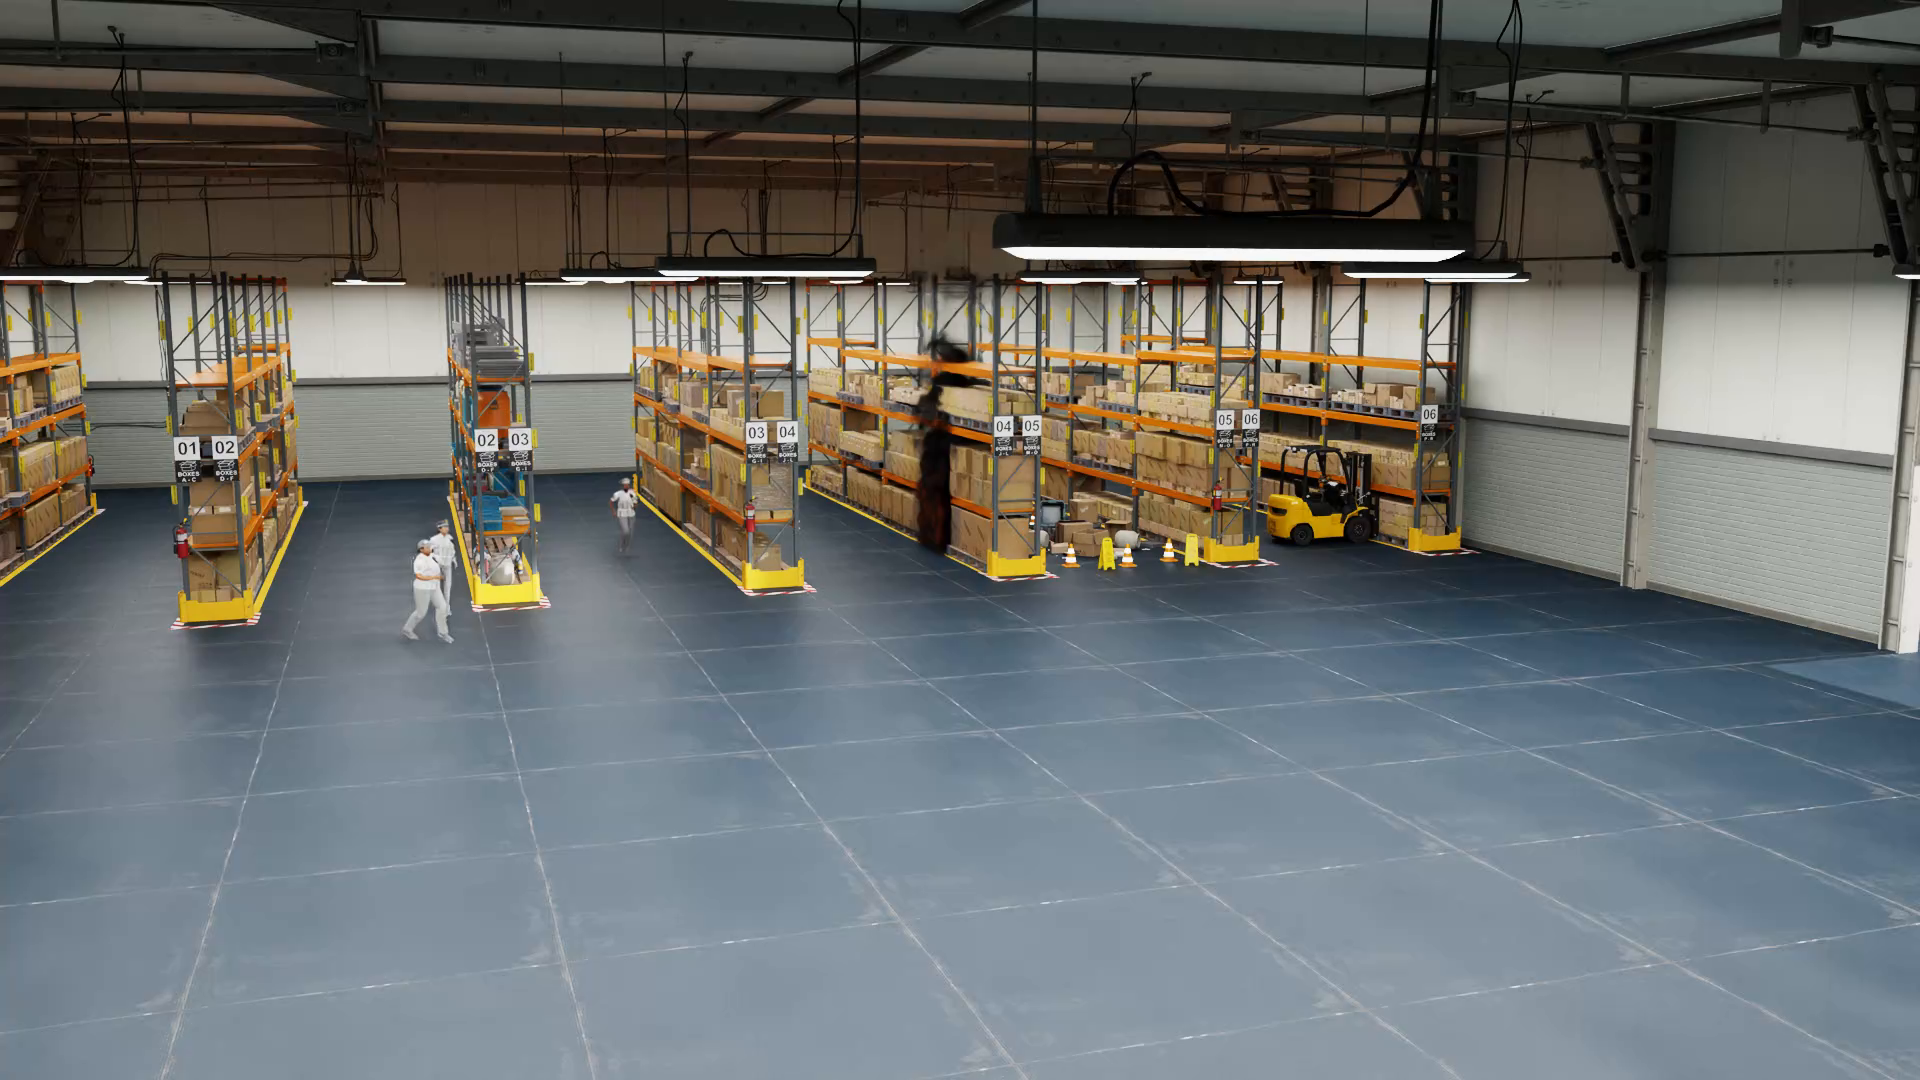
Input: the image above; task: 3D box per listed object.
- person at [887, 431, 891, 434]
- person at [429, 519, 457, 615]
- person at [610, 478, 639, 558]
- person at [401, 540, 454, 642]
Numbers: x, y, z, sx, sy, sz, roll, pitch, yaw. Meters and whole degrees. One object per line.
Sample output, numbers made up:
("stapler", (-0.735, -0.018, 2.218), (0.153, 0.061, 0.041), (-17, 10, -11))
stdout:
("person", (-2.095, -2.366, 48.457), (0.533, 1.603, 0.578), (-3, 9, -20))
("person", (-9.171, 0.459, 29.504), (0.902, 1.653, 0.674), (7, 11, 41))
("person", (-7.162, -0.478, 35.664), (0.545, 1.711, 0.695), (-5, 10, -31))
("person", (-8.703, 0.842, 27.072), (0.835, 1.716, 0.609), (2, 9, 11))
